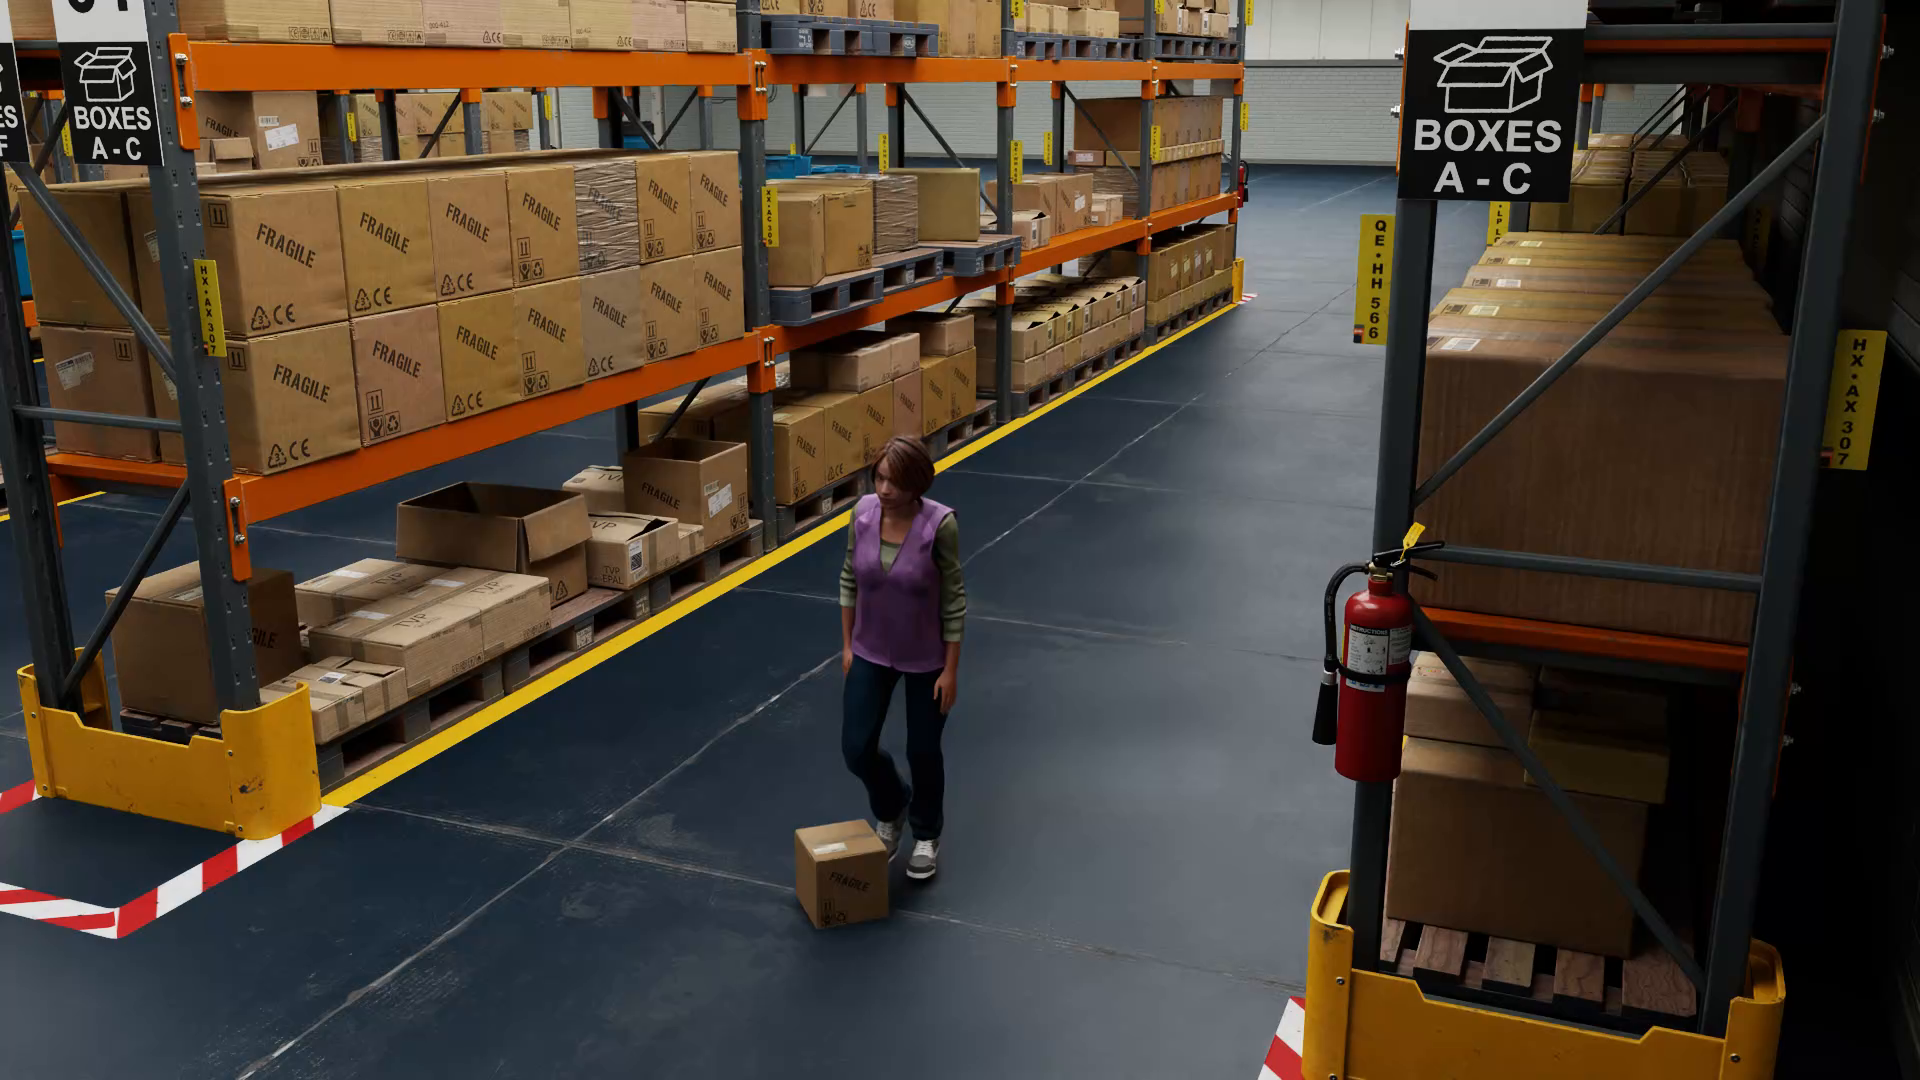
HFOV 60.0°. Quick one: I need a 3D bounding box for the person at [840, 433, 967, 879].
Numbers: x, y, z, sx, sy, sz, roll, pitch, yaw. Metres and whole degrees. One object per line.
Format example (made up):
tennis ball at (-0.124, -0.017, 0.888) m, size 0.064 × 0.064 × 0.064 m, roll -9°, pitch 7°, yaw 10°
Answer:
person at (-0.182, 0.399, 5.551) m, size 0.450 × 1.583 × 0.456 m, roll 4°, pitch 16°, yaw 14°
